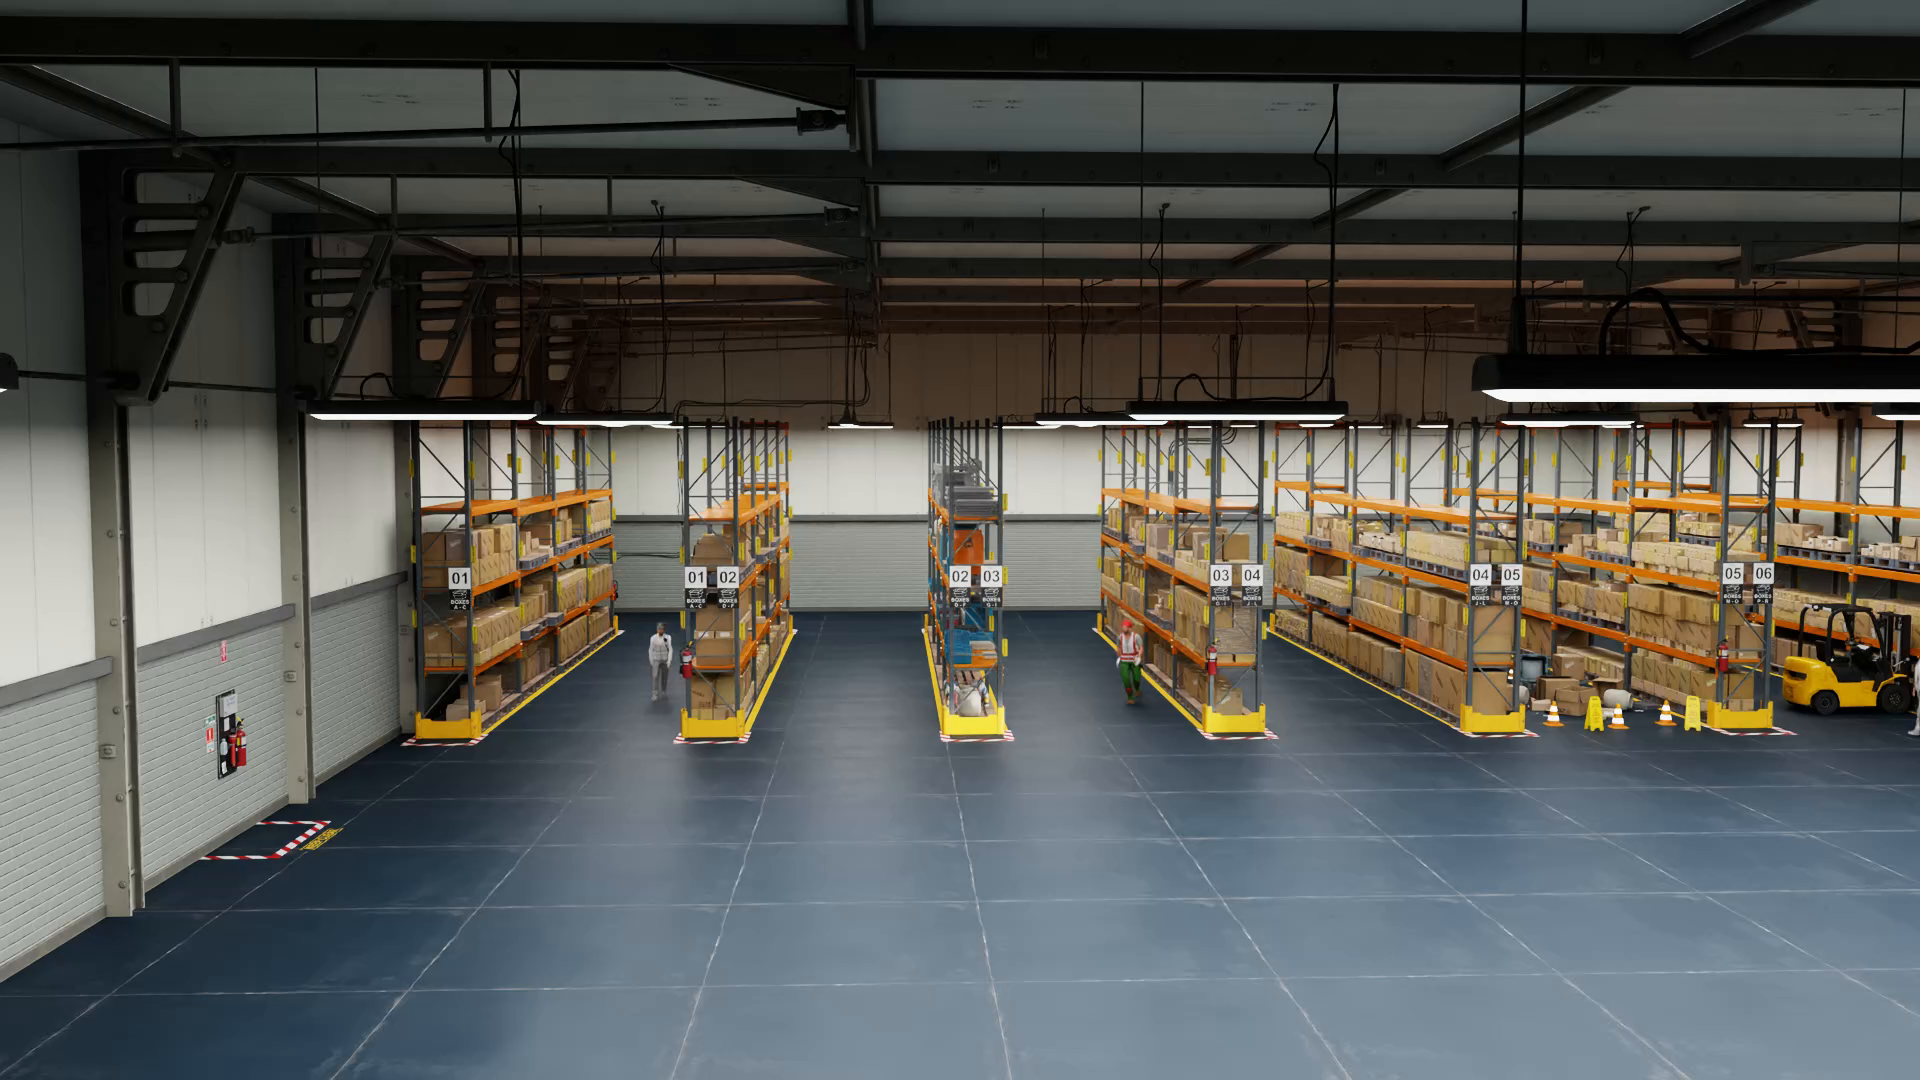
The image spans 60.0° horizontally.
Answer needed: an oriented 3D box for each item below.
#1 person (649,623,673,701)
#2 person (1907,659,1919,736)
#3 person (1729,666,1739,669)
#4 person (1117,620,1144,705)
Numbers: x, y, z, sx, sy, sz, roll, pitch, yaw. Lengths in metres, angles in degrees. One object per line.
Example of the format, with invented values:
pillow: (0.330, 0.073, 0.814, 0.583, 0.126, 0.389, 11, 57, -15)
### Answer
person: (-6.374, 2.571, 35.466, 0.497, 1.628, 0.934, -1, 4, -14)
person: (18.259, 2.803, 31.314, 0.986, 1.727, 0.565, -1, 4, -9)
person: (16.657, 2.545, 36.042, 0.589, 1.666, 0.718, 0, 4, 0)
person: (3.591, 2.559, 35.113, 0.586, 1.756, 0.678, 1, 4, 14)
